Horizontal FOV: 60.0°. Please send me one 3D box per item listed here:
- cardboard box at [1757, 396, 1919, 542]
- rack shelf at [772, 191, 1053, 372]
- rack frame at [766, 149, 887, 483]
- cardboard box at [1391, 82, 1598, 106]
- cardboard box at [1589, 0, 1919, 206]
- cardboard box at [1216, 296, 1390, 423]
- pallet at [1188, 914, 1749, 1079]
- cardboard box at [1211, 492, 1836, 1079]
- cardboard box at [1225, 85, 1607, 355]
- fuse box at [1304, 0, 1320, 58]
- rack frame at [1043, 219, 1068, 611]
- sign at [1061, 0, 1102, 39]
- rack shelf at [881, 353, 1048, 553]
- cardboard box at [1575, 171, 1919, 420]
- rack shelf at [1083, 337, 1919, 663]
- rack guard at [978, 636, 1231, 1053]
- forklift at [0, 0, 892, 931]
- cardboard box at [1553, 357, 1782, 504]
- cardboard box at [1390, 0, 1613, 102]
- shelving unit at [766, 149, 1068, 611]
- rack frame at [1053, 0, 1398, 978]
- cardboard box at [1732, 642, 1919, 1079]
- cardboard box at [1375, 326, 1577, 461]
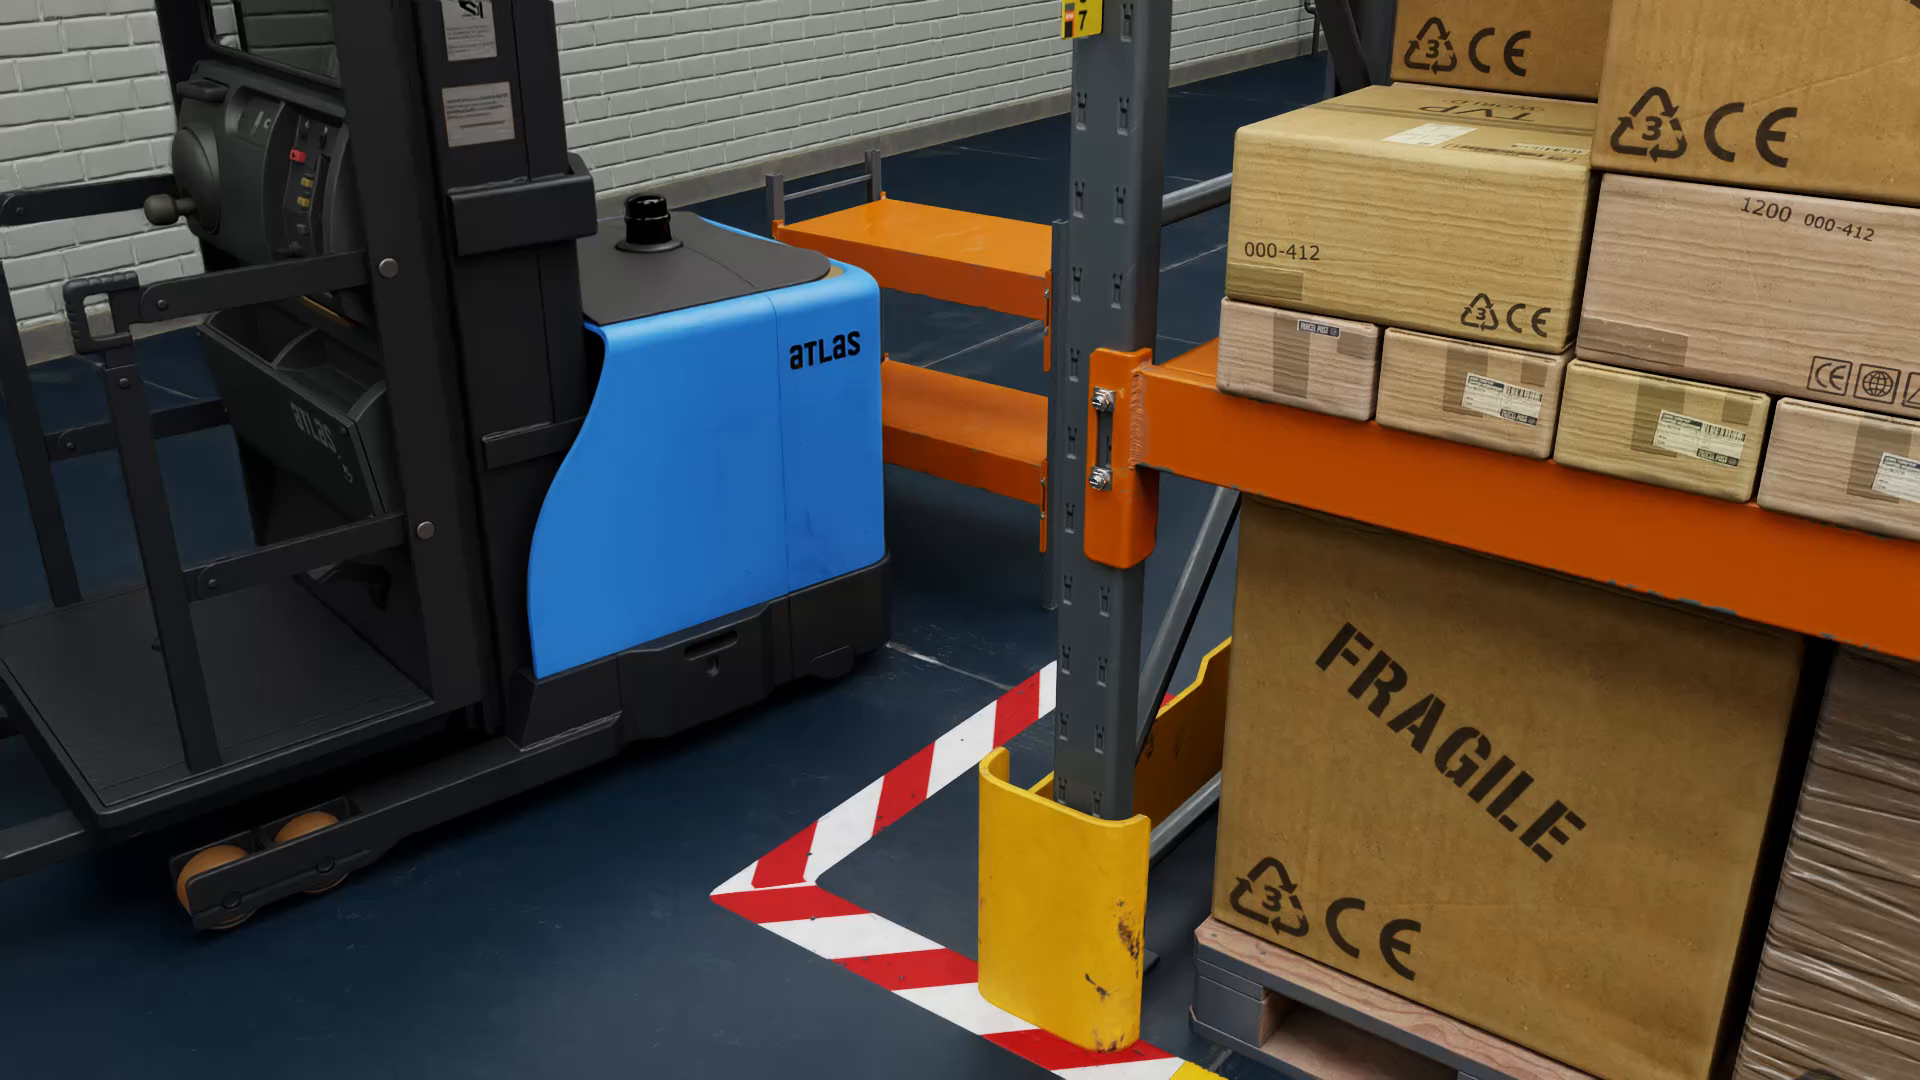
[{"bbox_3d":[1.223,-0.140,2.159,0.250,0.149,0.380,16,29,33],"label":"cardboard box"},{"bbox_3d":[-0.005,-0.784,4.909,1.000,0.278,0.538,17,29,33],"label":"rack shelf"},{"bbox_3d":[-0.412,-0.639,5.306,0.032,1.125,0.500,17,29,33],"label":"rack frame"},{"bbox_3d":[1.063,-0.669,2.865,0.500,0.250,0.500,16,29,32],"label":"cardboard box"},{"bbox_3d":[1.138,-0.720,2.050,0.500,0.500,0.500,16,28,32],"label":"cardboard box"},{"bbox_3d":[0.602,-0.326,2.581,0.250,0.149,0.380,17,29,34],"label":"cardboard box"},{"bbox_3d":[1.203,0.811,3.147,1.213,0.211,1.003,17,29,33],"label":"pallet"},{"bbox_3d":[1.076,0.276,3.018,0.875,0.875,0.875,17,29,33],"label":"cardboard box"},{"bbox_3d":[0.738,-0.497,2.476,0.500,0.250,0.500,16,28,32],"label":"cardboard box"},{"bbox_3d":[3.310,-5.239,15.019,0.414,1.711,0.539,17,29,33],"label":"fuse box"},{"bbox_3d":[0.401,-0.393,4.748,0.032,1.125,0.500,17,29,33],"label":"rack frame"},{"bbox_3d":[0.178,-0.888,2.373,0.005,0.325,0.100,17,29,33],"label":"sign"},{"bbox_3d":[-0.005,-0.293,5.125,1.000,0.278,0.538,17,29,33],"label":"rack shelf"},{"bbox_3d":[1.158,-0.374,2.195,0.500,0.250,0.500,16,29,33],"label":"cardboard box"},{"bbox_3d":[2.116,0.180,2.014,4.000,0.370,1.077,17,29,33],"label":"rack shelf"},{"bbox_3d":[0.497,0.505,3.484,0.348,0.500,1.175,17,29,33],"label":"rack guard"},{"bbox_3d":[-1.632,-0.779,3.382,3.031,2.935,1.130,-19,30,-37],"label":"forklift"},{"bbox_3d":[1.013,-0.202,2.301,0.250,0.149,0.380,16,28,32],"label":"cardboard box"},{"bbox_3d":[1.063,-1.011,2.711,0.500,0.500,0.500,17,29,34],"label":"cardboard box"},{"bbox_3d":[-0.005,-0.516,5.027,1.048,1.125,0.538,17,29,33],"label":"shelving unit"},{"bbox_3d":[0.516,-0.633,2.967,0.127,3.000,1.000,17,29,33],"label":"rack frame"},{"bbox_3d":[1.804,0.496,2.518,0.875,0.875,0.875,17,29,33],"label":"cardboard box"},{"bbox_3d":[0.808,-0.264,2.441,0.250,0.149,0.380,16,29,33],"label":"cardboard box"}]
